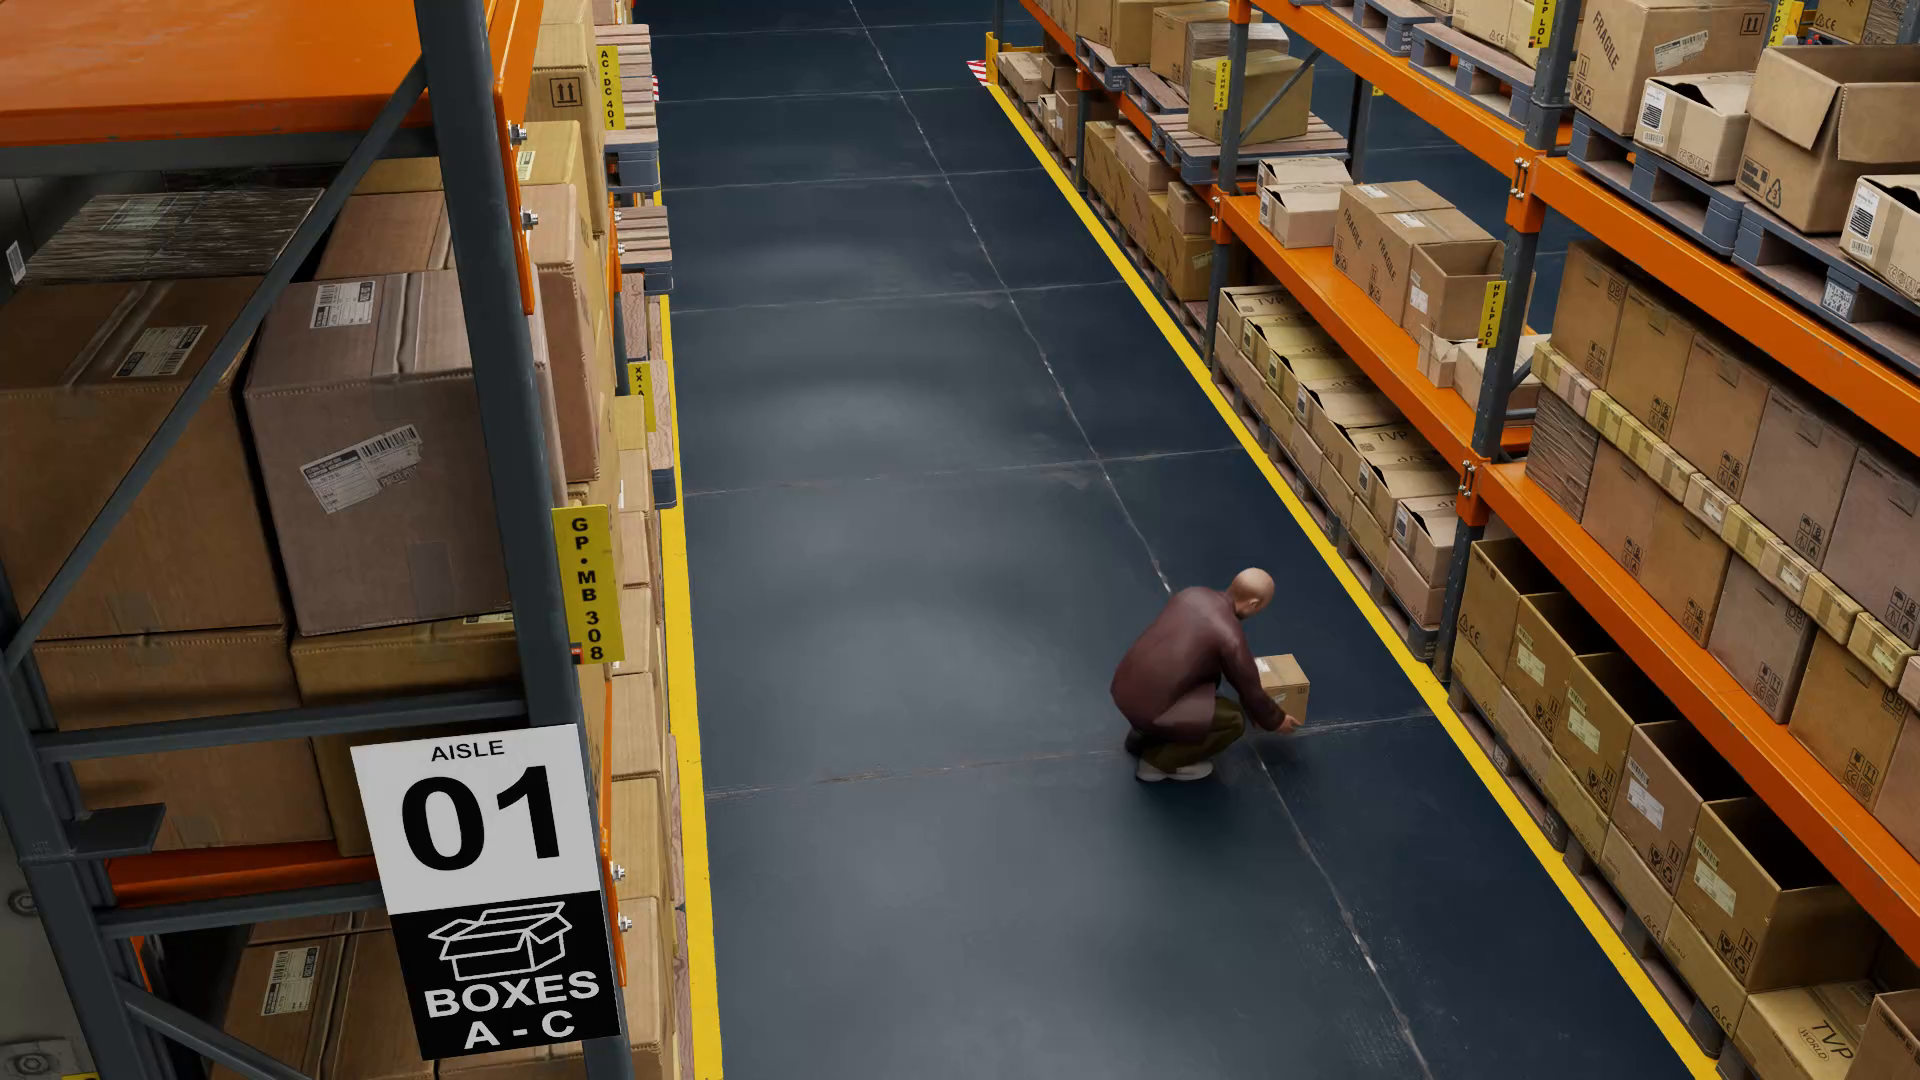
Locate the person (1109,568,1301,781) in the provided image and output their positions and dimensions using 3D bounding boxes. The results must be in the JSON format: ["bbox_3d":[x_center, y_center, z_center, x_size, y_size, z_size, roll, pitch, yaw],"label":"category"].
[{"bbox_3d":[1.160,0.624,7.885,0.905,0.980,0.599,-5,31,-9],"label":"person"}]
